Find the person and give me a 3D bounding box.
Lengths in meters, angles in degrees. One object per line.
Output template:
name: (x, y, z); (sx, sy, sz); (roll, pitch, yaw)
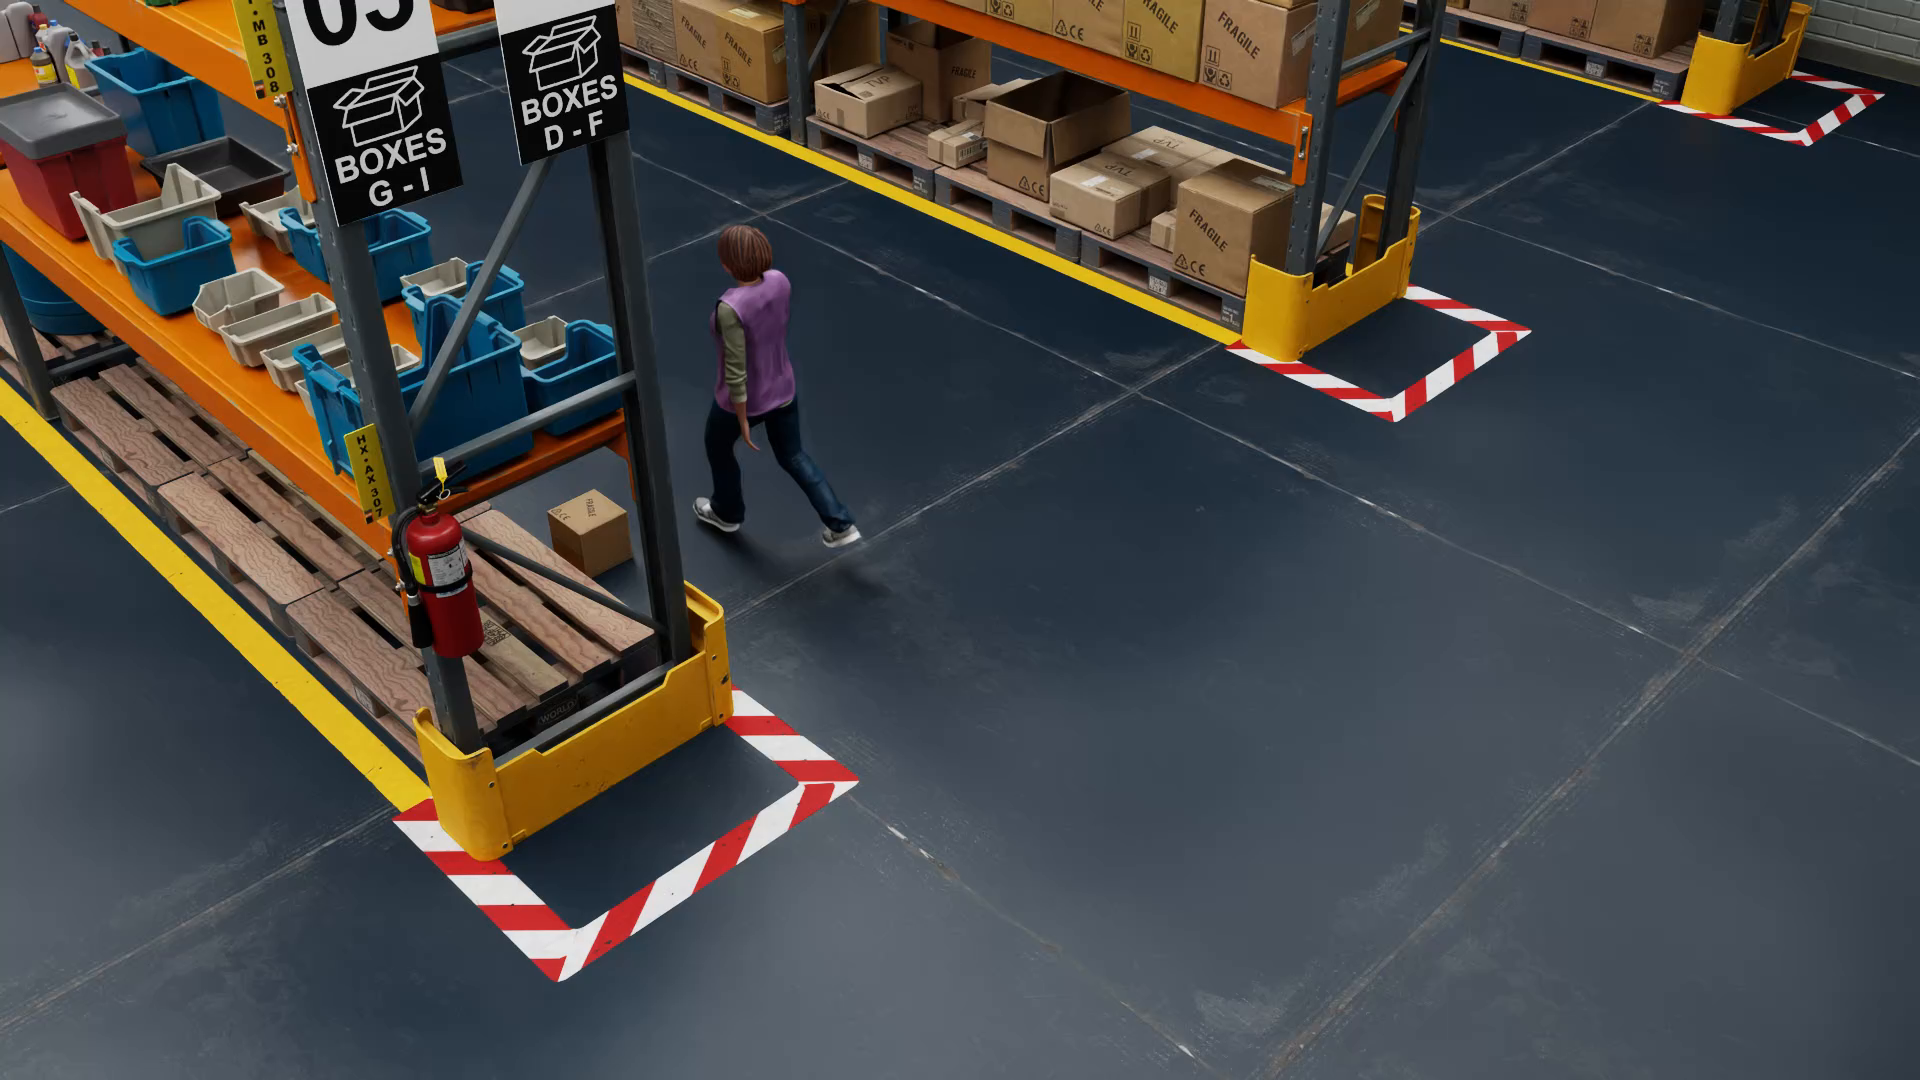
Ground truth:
person: (-0.841, -0.610, 6.987); (0.913, 1.543, 0.421); (28, 44, 33)
